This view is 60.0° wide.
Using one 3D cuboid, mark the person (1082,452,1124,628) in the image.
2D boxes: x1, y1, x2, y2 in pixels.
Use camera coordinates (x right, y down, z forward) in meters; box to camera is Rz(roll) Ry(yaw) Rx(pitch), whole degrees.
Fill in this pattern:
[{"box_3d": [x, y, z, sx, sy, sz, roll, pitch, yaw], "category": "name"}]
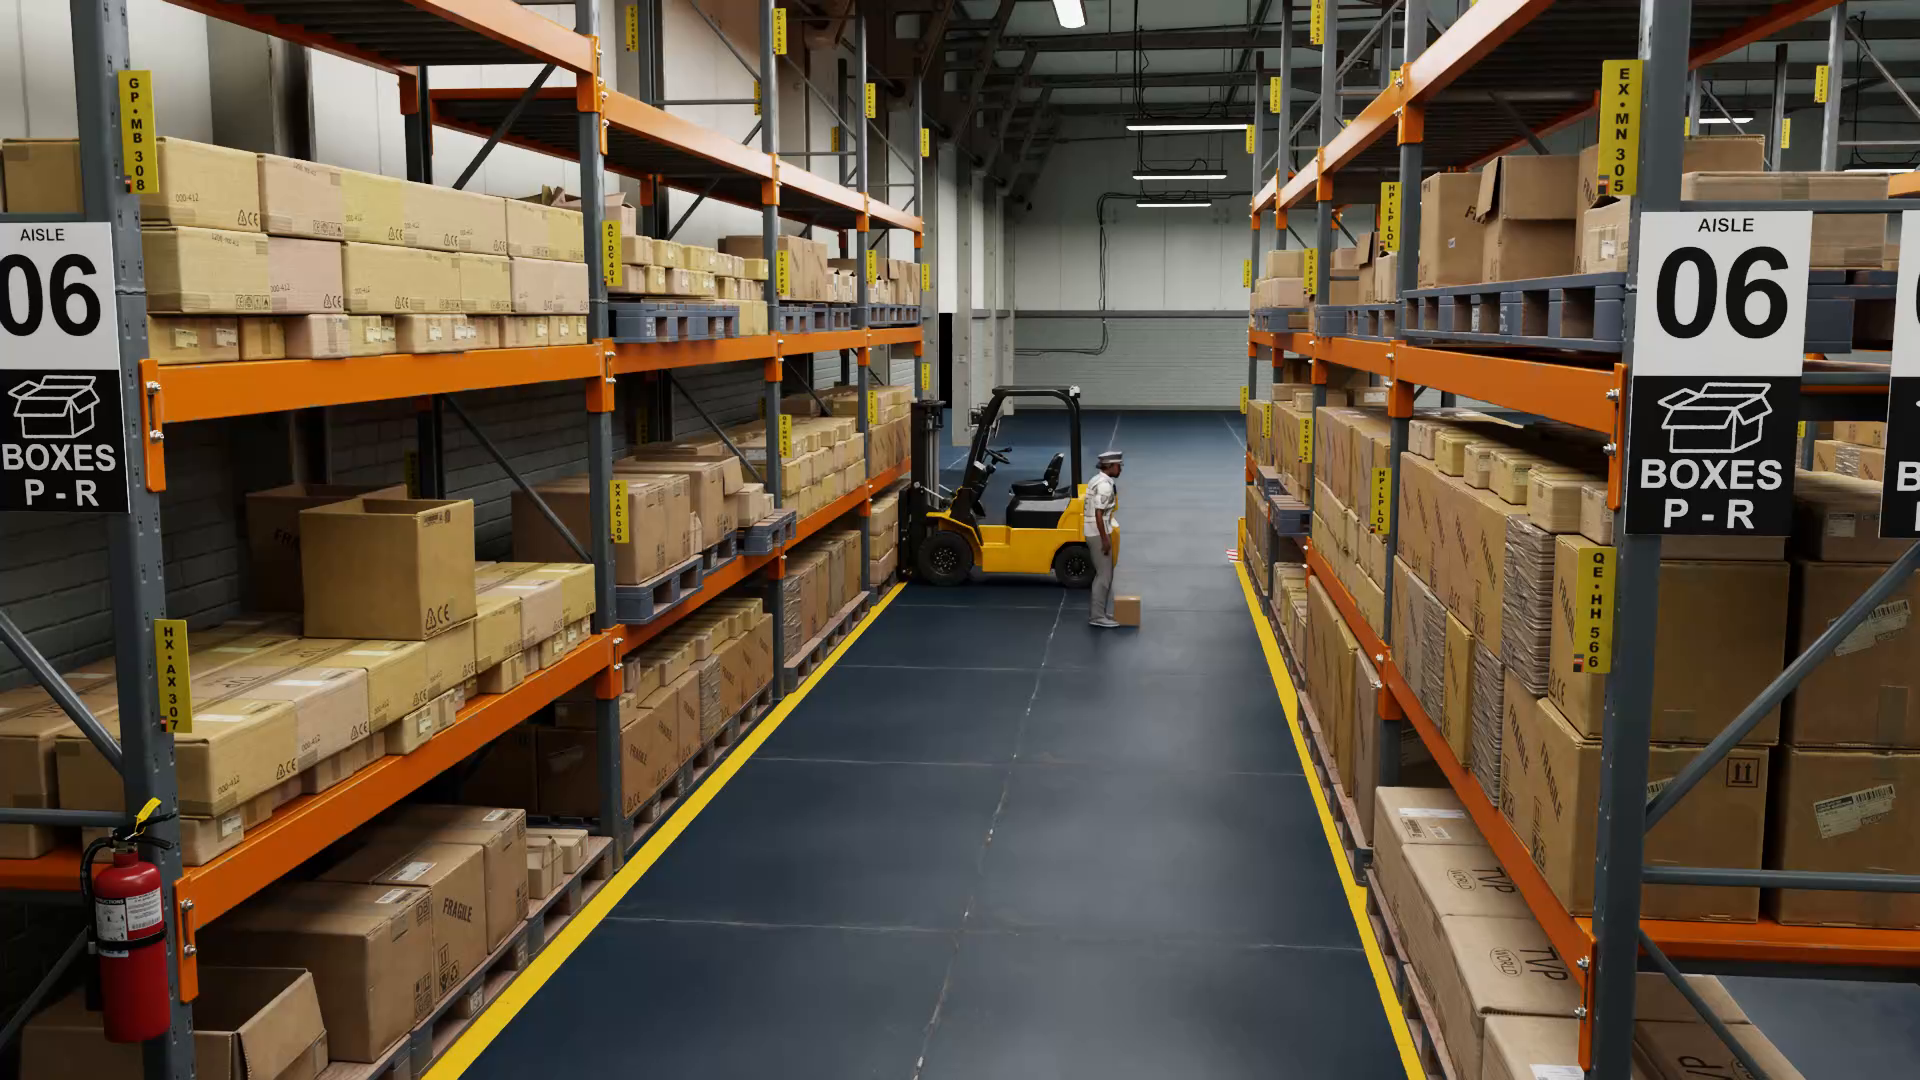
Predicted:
[{"box_3d": [1.370, -0.018, 15.942, 0.395, 1.657, 0.521, 0, 8, 3], "category": "person"}]
